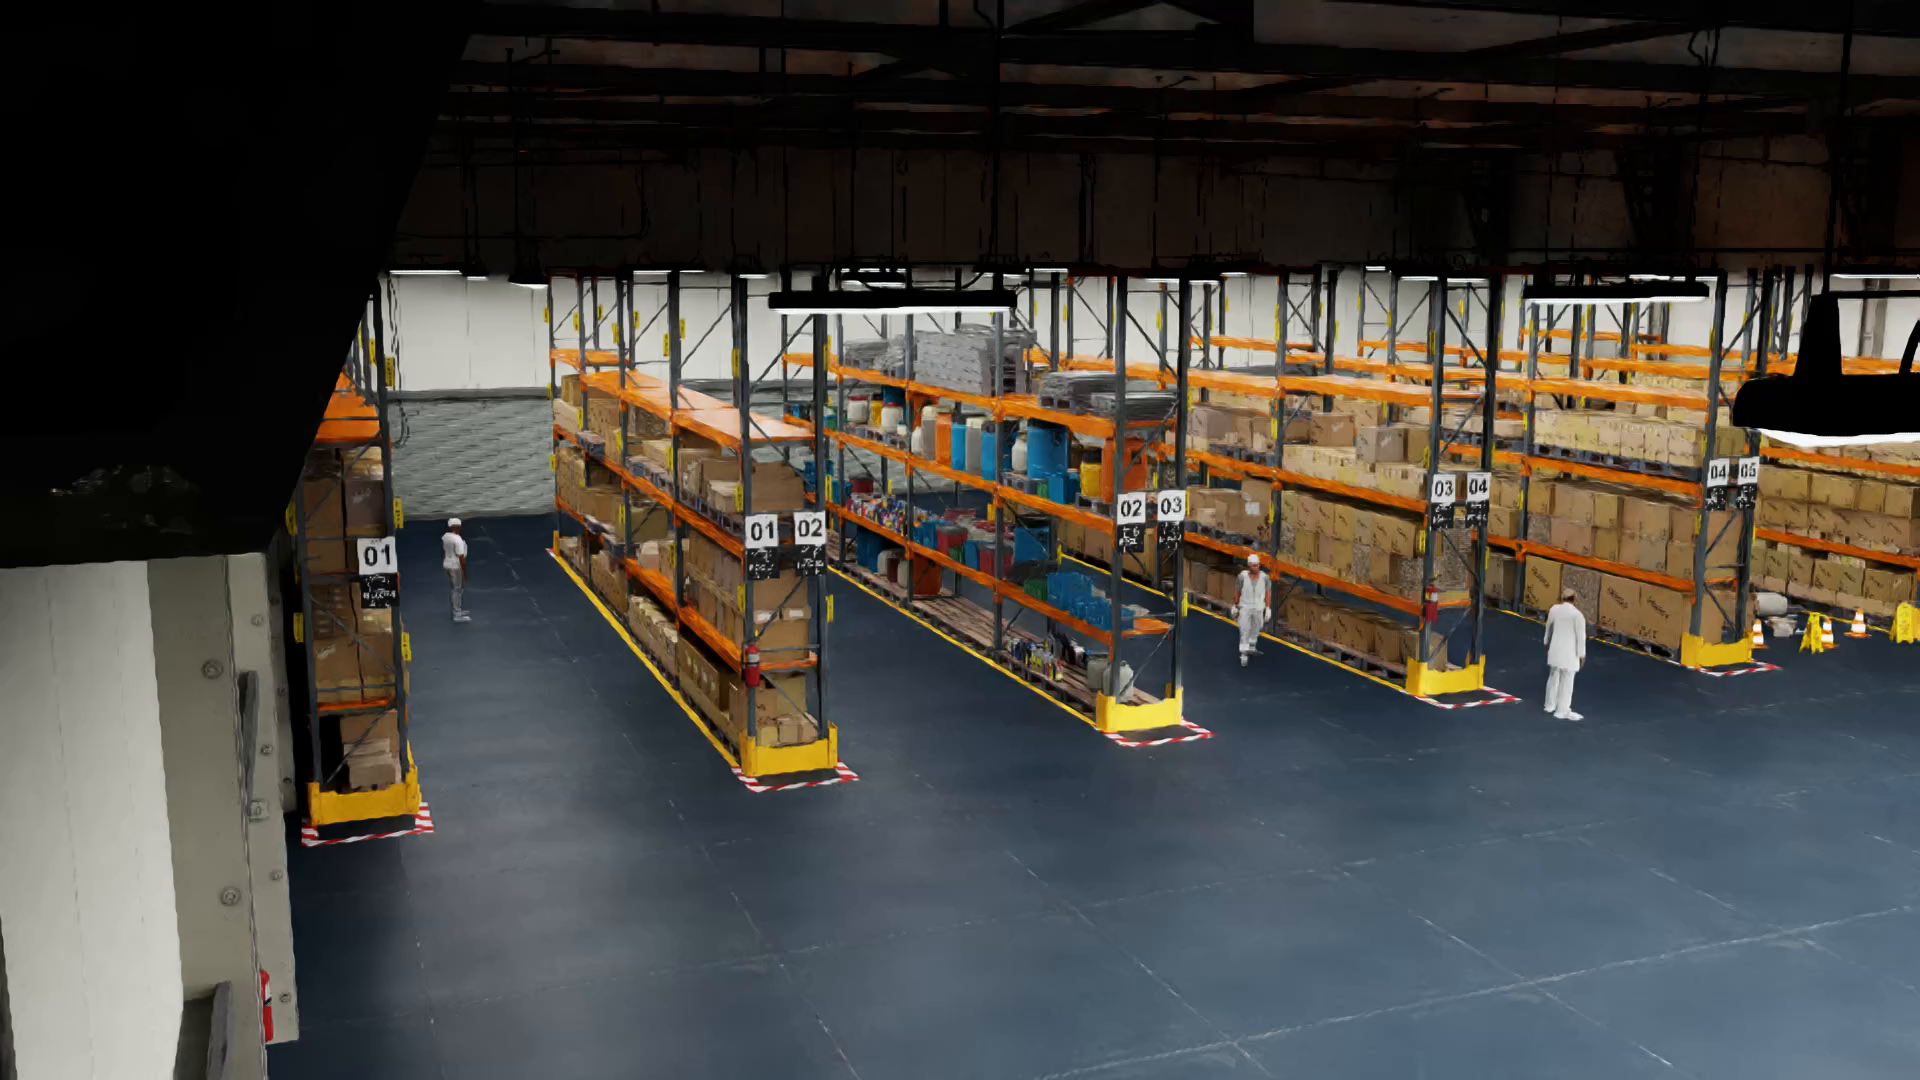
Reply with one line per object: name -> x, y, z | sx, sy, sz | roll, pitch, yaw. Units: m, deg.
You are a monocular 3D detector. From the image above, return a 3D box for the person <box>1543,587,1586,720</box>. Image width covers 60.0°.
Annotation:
person -> 8.253, 1.514, 22.702 | 0.439, 1.787, 0.701 | -5, 11, -28

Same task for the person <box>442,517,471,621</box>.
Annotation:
person -> -8.650, 0.478, 28.693 | 0.464, 1.772, 0.645 | -9, 13, -42

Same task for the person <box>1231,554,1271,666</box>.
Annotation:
person -> 4.505, 1.052, 25.666 | 0.592, 1.739, 0.988 | 0, 10, -1
